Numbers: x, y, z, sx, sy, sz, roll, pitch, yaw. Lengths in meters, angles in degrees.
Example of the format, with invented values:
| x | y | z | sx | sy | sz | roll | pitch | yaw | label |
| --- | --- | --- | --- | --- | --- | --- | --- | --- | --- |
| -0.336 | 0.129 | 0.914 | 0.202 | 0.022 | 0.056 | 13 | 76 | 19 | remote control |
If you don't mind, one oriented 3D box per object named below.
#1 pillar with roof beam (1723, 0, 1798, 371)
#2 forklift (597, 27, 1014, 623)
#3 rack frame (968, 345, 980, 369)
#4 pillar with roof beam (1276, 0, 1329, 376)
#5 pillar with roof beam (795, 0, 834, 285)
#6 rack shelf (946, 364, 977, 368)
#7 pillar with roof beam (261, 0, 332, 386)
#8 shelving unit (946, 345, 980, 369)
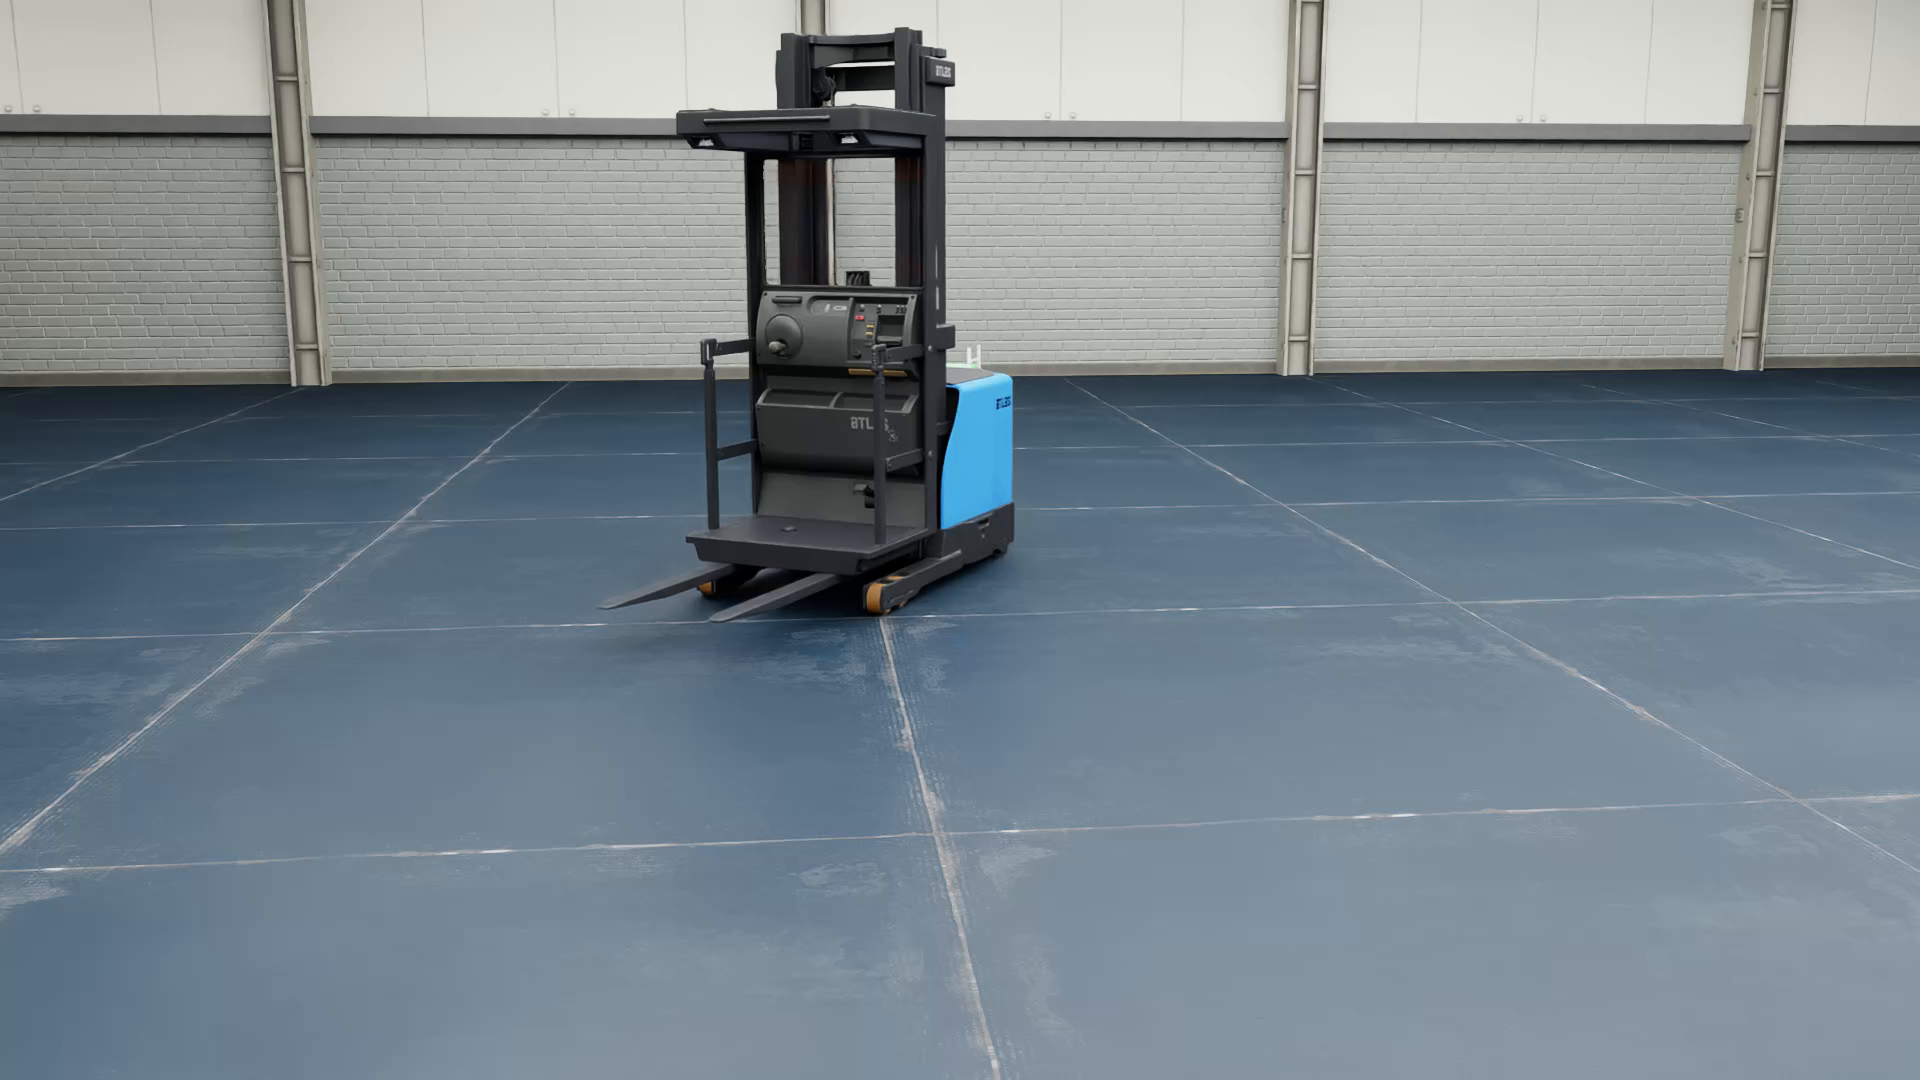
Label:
| x | y | z | sx | sy | sz | roll | pitch | yaw | label |
| --- | --- | --- | --- | --- | --- | --- | --- | --- | --- |
| 10.661 | -5.811 | 16.601 | 0.400 | 9.000 | 9.100 | -1 | 11 | -6 | pillar with roof beam |
| -0.744 | -1.151 | 8.624 | 1.130 | 2.935 | 3.031 | 5 | 12 | 24 | forklift |
| 0.086 | -0.595 | 10.283 | 0.015 | 1.200 | 0.240 | 3 | 12 | 16 | rack frame |
| 4.696 | -5.686 | 15.965 | 0.400 | 9.000 | 9.100 | -1 | 11 | -6 | pillar with roof beam |
| -1.269 | -5.561 | 15.329 | 0.400 | 9.000 | 9.100 | -1 | 11 | -6 | pillar with roof beam |
| -0.149 | -1.016 | 10.269 | 0.480 | 0.148 | 0.258 | 3 | 12 | 16 | rack shelf |
| -7.234 | -5.436 | 14.693 | 0.400 | 9.000 | 9.100 | -1 | 11 | -6 | pillar with roof beam |
| -0.149 | -0.608 | 10.350 | 0.503 | 1.200 | 0.258 | 3 | 12 | 16 | shelving unit |
